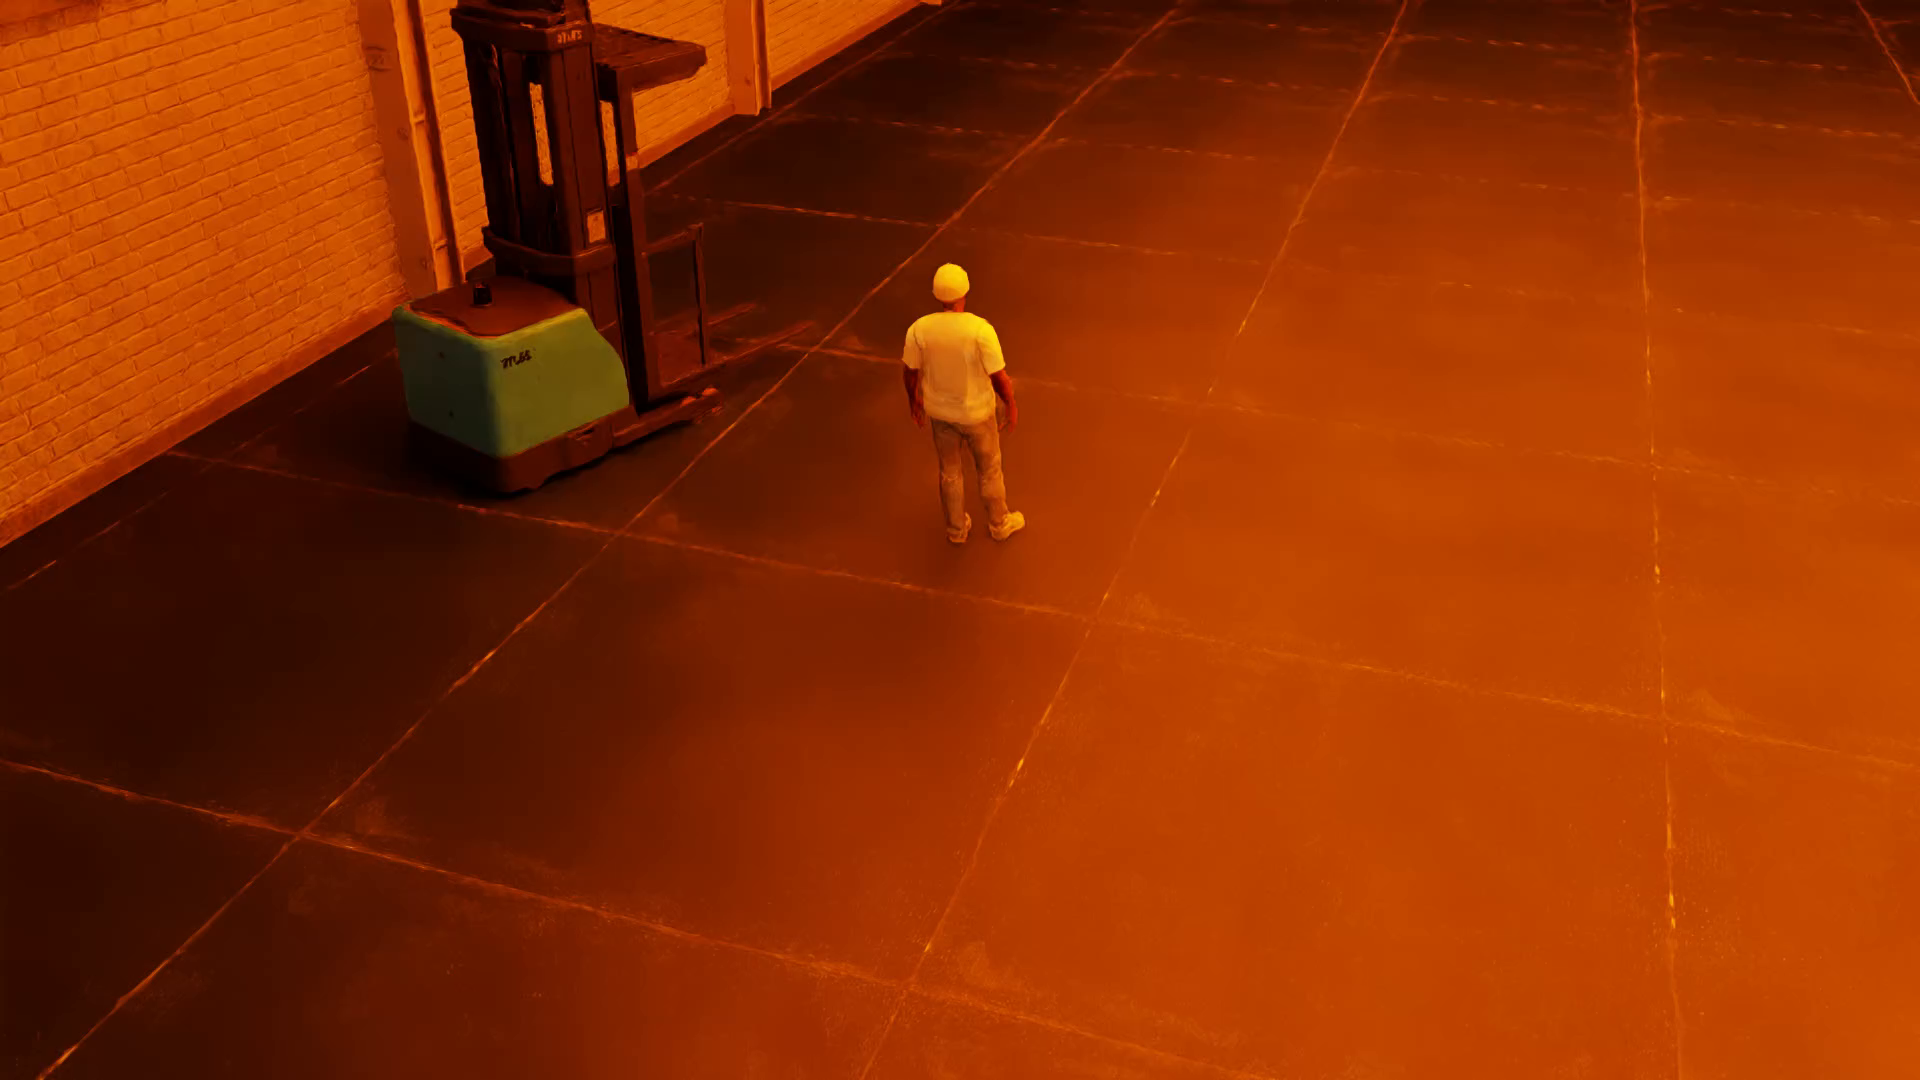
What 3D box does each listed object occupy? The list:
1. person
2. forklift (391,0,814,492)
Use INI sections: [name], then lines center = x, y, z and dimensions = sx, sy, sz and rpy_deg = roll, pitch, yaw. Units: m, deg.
[person]
center = 0.028, -0.805, 9.711
dimensions = 0.665, 1.766, 0.576
rpy_deg = 10, 31, 16
[forklift]
center = -2.306, -2.236, 11.059
dimensions = 1.130, 2.935, 3.031
rpy_deg = 22, 36, 33
